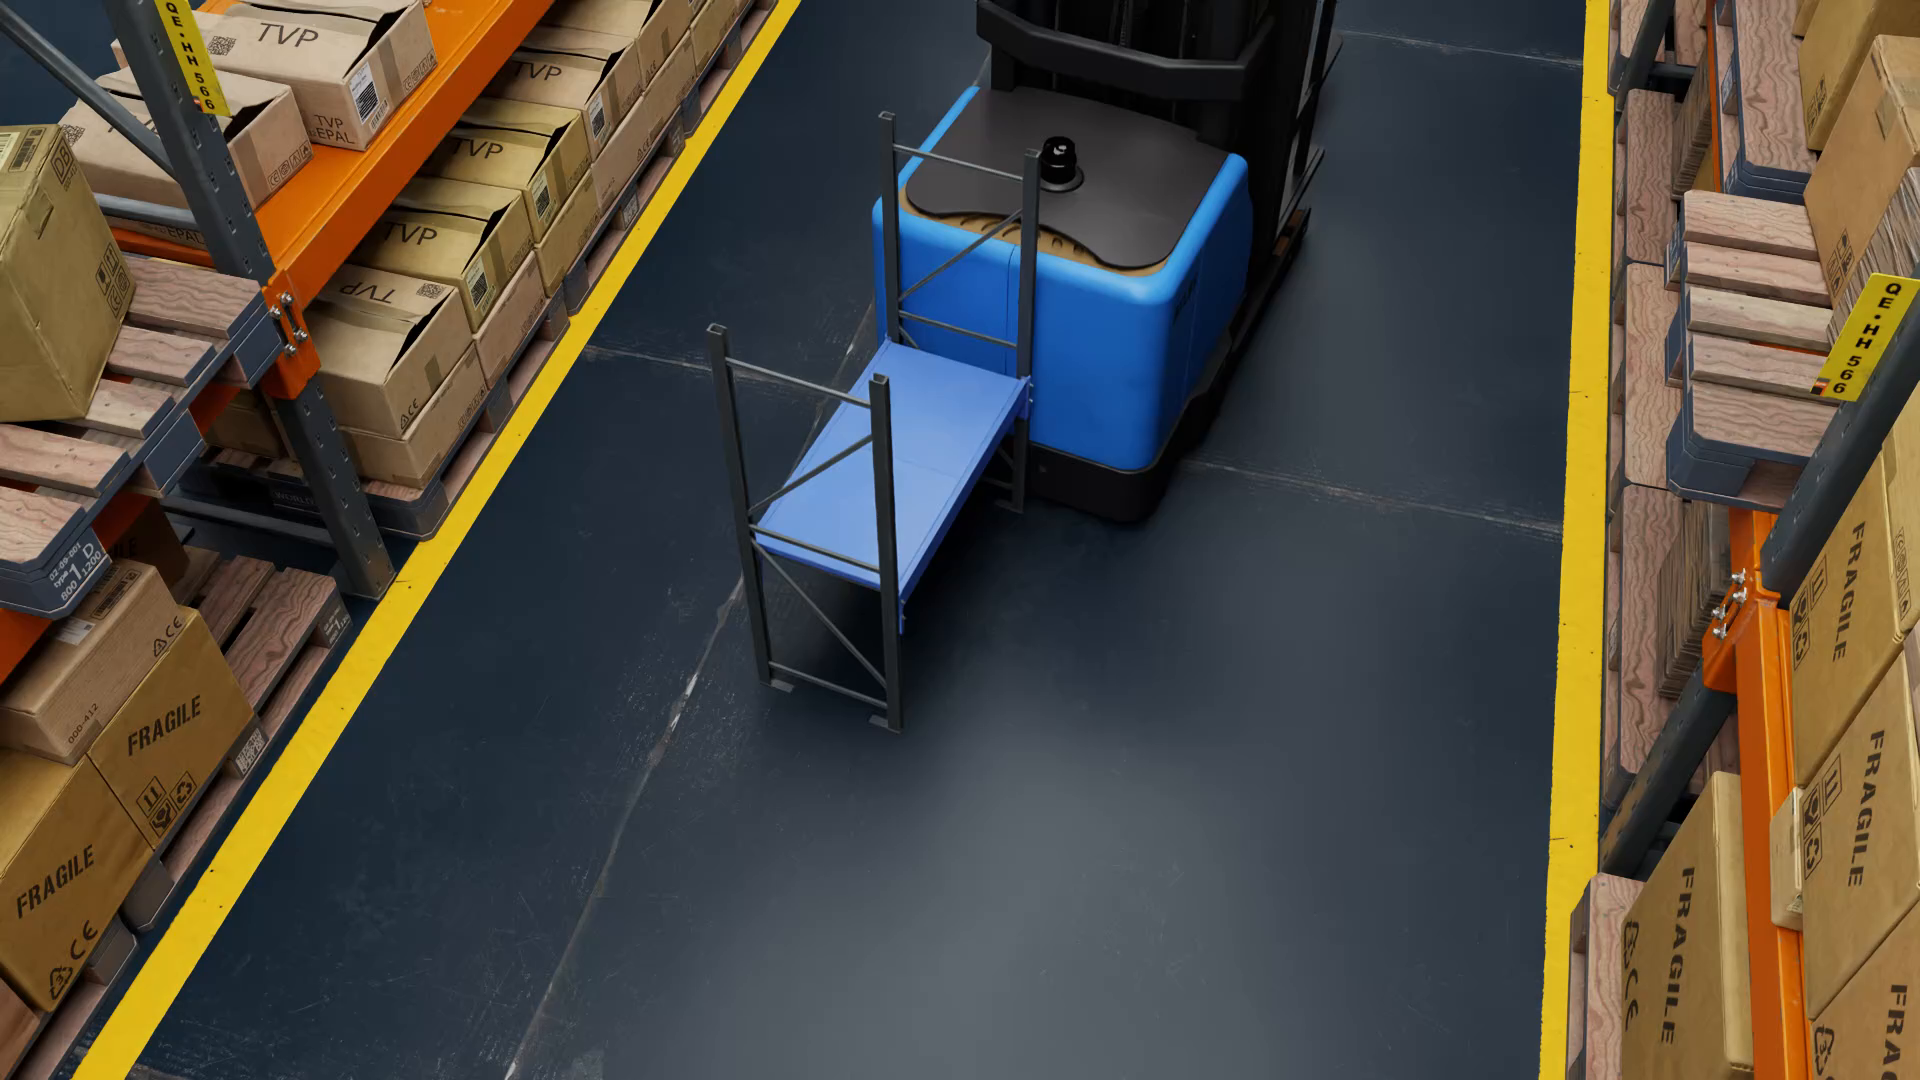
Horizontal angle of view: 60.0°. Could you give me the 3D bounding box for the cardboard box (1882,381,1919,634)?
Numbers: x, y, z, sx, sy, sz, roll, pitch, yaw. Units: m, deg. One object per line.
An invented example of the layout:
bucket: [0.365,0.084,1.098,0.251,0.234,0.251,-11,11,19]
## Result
cardboard box: [1.997,-0.039,3.005,0.500,0.250,0.500,13,50,11]

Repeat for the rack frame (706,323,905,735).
rack frame: [-0.409,0.028,4.725,0.500,1.500,0.032,18,51,15]

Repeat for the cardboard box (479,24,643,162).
cardboard box: [-1.585,-1.784,6.503,0.500,0.311,0.500,11,49,10]

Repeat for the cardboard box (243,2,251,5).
cardboard box: [-2.126,-1.776,5.485,0.380,0.149,0.250,15,50,13]

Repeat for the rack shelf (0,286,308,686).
rack shelf: [-2.934,0.759,3.560,1.077,0.370,4.000,12,50,10]

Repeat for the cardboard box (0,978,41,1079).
cardboard box: [-2.696,1.233,4.035,0.500,0.500,0.500,10,49,9]

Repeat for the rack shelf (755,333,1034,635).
rack shelf: [-0.206,-0.202,5.168,0.538,0.185,1.000,18,51,15]

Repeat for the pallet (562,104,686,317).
pallet: [-1.830,-1.471,6.907,1.003,0.211,1.213,12,50,10]

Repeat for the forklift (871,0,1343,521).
forklift: [0.776,-2.155,5.697,1.130,2.935,3.031,19,51,16]

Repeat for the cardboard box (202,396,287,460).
cardboard box: [-2.504,-0.584,5.818,0.500,0.250,0.500,13,50,11]

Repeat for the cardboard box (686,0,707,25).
cardboard box: [-1.316,-2.507,7.142,0.500,0.311,0.500,13,50,11]

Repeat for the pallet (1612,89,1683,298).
pallet: [3.222,-1.358,6.808,1.003,0.211,1.213,12,50,10]

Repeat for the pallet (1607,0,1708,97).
pallet: [3.568,-2.415,7.740,1.003,0.211,1.213,12,50,10]

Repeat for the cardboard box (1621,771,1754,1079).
cardboard box: [2.052,1.127,3.908,0.750,0.750,0.750,11,49,10]

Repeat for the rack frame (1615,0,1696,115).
rack frame: [3.425,-2.844,6.260,1.000,3.000,0.127,12,50,10]

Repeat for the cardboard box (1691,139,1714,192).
cardboard box: [3.160,-1.244,6.221,0.700,0.500,0.500,11,49,9]

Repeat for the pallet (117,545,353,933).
pallet: [-2.641,0.529,5.142,1.003,0.211,1.213,12,50,10]

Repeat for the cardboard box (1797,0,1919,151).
cardboard box: [2.793,-1.377,4.605,0.700,0.500,0.500,12,50,10]

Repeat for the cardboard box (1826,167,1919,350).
cardboard box: [2.487,-0.472,3.806,0.700,0.500,0.500,6,49,6]

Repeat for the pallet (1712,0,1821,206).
pallet: [2.854,-1.328,5.049,1.003,0.211,1.213,12,50,10]

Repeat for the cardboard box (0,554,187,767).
cardboard box: [-2.438,0.272,4.383,0.500,0.250,0.500,13,50,11]

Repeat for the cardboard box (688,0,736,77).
cardboard box: [-1.319,-2.326,7.356,0.500,0.250,0.500,11,49,9]

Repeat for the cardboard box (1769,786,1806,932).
cardboard box: [1.836,0.674,3.309,0.380,0.149,0.250,13,50,11]

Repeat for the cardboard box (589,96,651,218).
cardboard box: [-1.589,-1.588,6.705,0.500,0.250,0.500,12,50,11]

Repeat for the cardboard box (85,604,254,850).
cardboard box: [-2.427,0.478,4.701,0.500,0.500,0.500,13,50,12]

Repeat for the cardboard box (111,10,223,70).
cardboard box: [-2.437,-1.548,5.283,0.380,0.149,0.250,12,50,10]

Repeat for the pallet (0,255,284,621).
pallet: [-2.518,-0.358,4.194,1.213,0.211,1.003,12,50,10]

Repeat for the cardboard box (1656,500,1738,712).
cardboard box: [2.512,0.199,4.947,0.700,0.500,0.500,12,50,11]

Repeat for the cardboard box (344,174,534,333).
cardboard box: [-1.856,-1.043,5.850,0.500,0.311,0.500,10,49,9]

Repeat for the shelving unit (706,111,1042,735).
shelving unit: [-0.206,-0.321,5.033,0.538,1.500,1.048,18,51,15]

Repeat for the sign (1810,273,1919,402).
sign: [1.846,-0.408,3.390,0.100,0.325,0.005,12,50,10]

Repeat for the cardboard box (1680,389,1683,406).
cardboard box: [2.863,-0.515,5.578,0.700,0.500,0.500,11,50,10]

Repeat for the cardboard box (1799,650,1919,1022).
cardboard box: [1.851,0.588,2.952,0.500,0.500,0.500,13,50,11]

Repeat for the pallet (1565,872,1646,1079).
pallet: [2.092,1.527,4.262,1.003,0.211,1.213,12,50,10]

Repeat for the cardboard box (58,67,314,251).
cardboard box: [-2.270,-1.151,4.825,0.500,0.311,0.500,14,50,12]

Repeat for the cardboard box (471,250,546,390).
cardboard box: [-1.855,-0.840,6.044,0.500,0.250,0.500,10,49,9]

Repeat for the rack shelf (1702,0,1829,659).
rack shelf: [2.899,-1.160,5.253,1.077,0.370,4.000,12,50,10]
